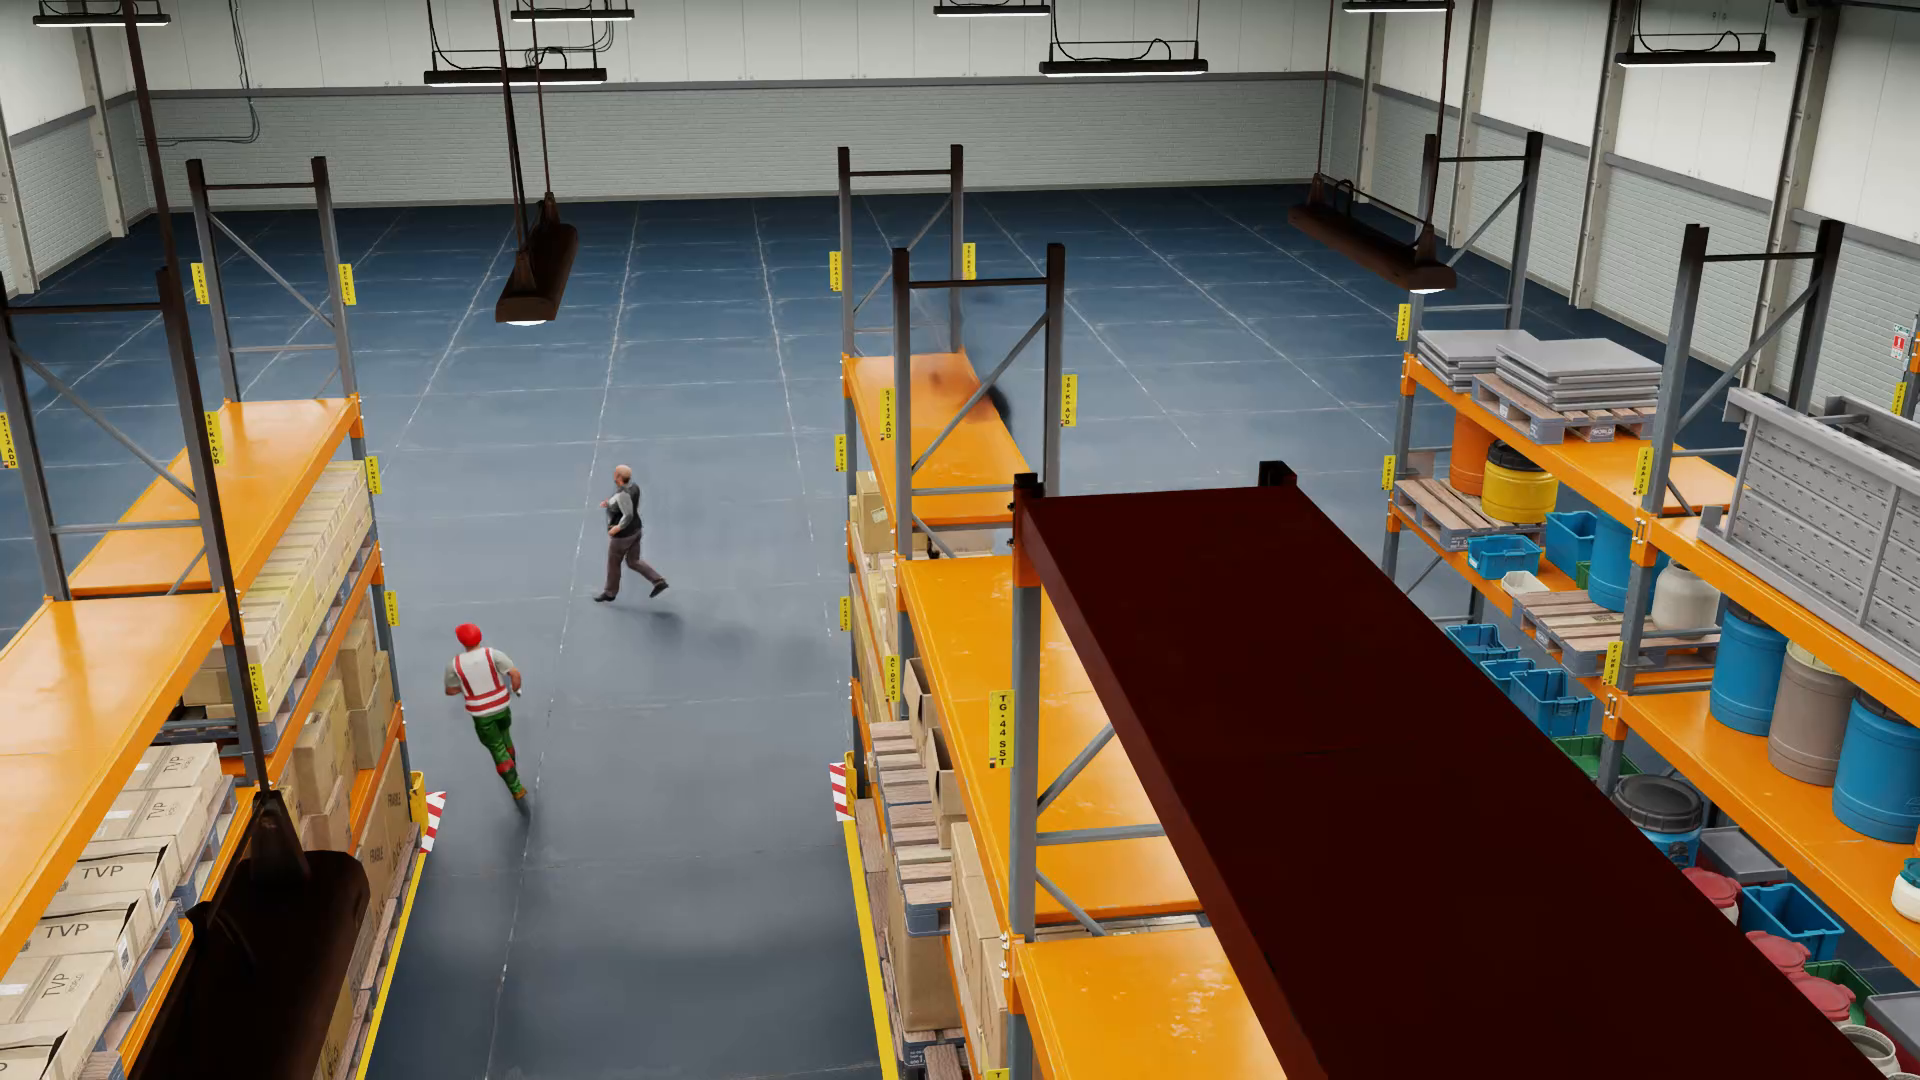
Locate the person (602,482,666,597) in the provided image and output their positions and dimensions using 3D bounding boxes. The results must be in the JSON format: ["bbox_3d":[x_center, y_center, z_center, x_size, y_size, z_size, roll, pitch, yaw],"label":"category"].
[{"bbox_3d":[-3.841,0.019,19.413,0.778,1.412,0.444,6,22,15],"label":"person"}]

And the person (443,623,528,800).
[{"bbox_3d":[-4.351,1.579,15.261,0.667,1.813,0.792,-13,25,-29],"label":"person"}]
